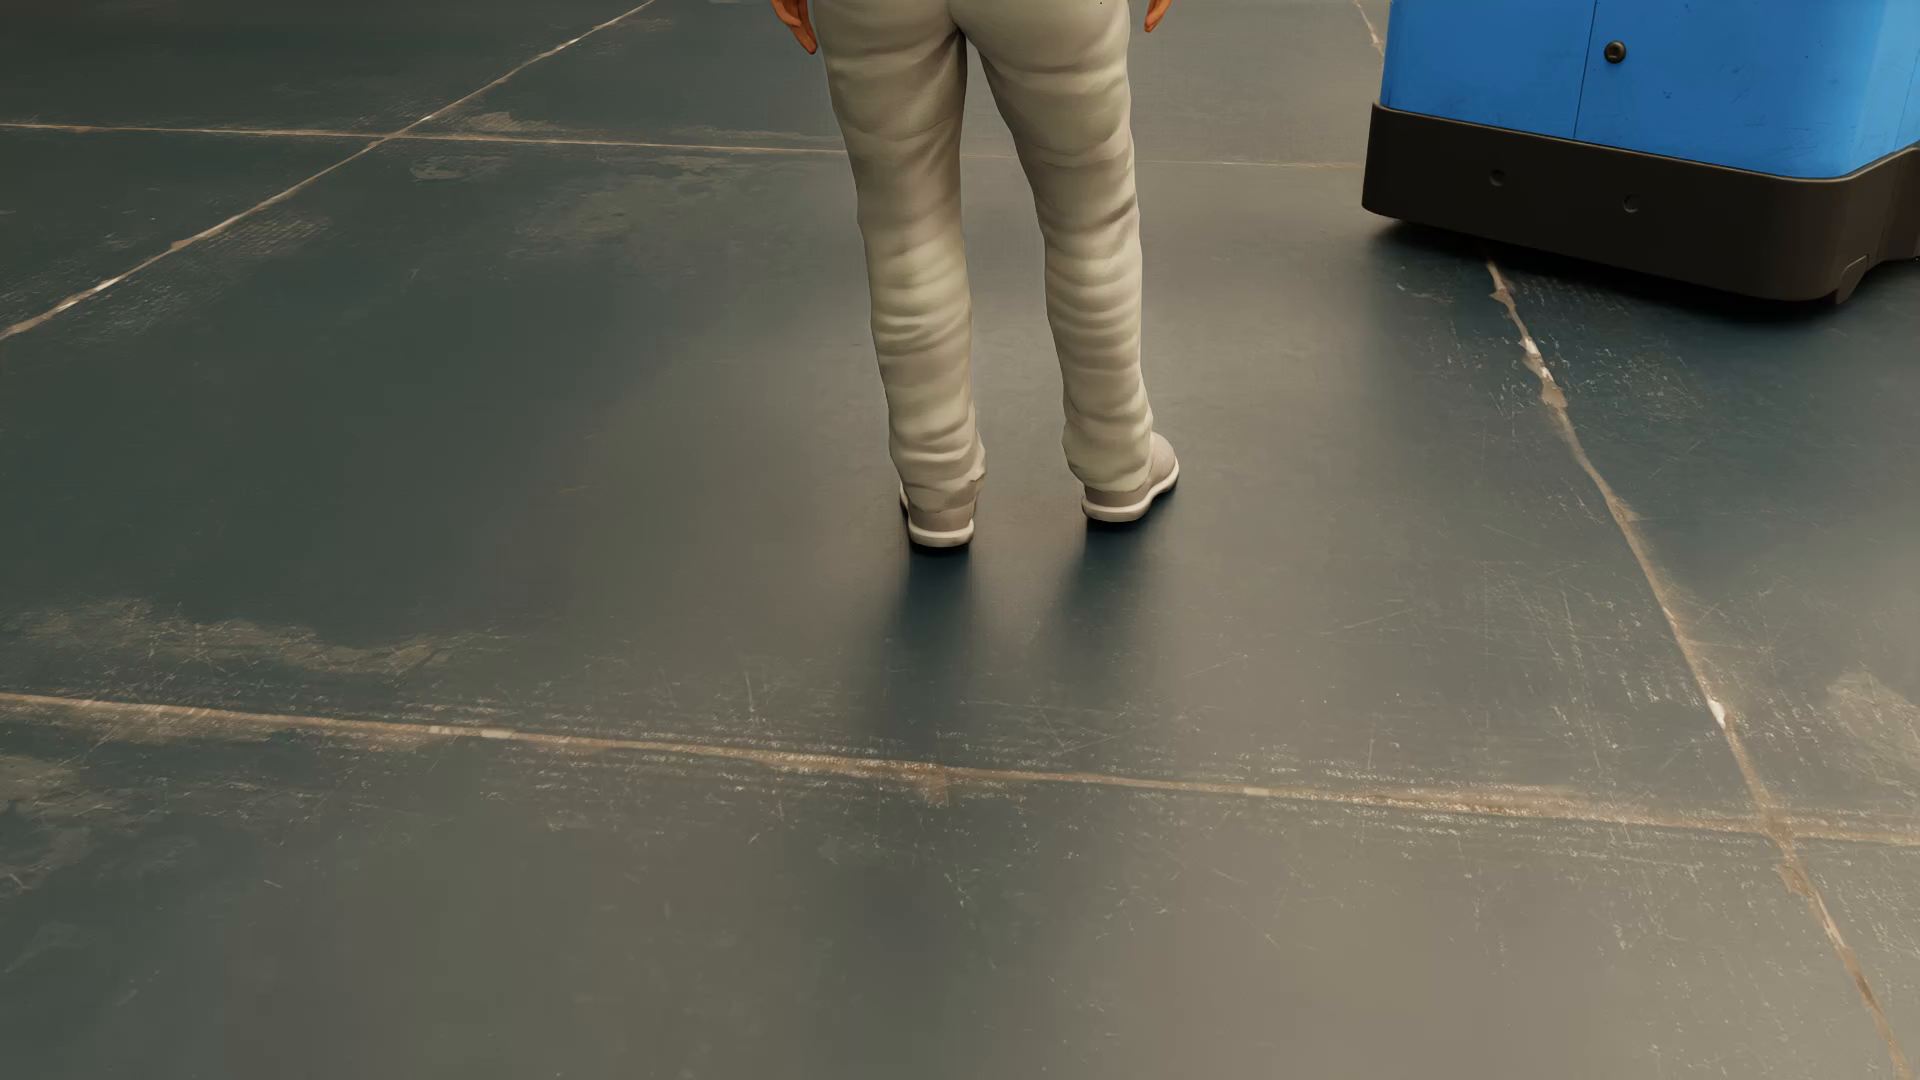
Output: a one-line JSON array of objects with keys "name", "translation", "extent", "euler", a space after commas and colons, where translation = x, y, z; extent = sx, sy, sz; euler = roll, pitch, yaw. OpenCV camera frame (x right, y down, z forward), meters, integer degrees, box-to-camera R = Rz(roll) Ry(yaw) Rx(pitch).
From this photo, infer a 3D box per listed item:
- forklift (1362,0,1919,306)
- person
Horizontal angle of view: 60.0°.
[{"name": "forklift", "translation": [2.340, -2.343, 3.913], "extent": [1.130, 2.935, 3.031], "euler": [24, 35, 39]}, {"name": "person", "translation": [0.032, -0.785, 2.190], "extent": [0.599, 1.670, 0.529], "euler": [3, 27, 7]}]
